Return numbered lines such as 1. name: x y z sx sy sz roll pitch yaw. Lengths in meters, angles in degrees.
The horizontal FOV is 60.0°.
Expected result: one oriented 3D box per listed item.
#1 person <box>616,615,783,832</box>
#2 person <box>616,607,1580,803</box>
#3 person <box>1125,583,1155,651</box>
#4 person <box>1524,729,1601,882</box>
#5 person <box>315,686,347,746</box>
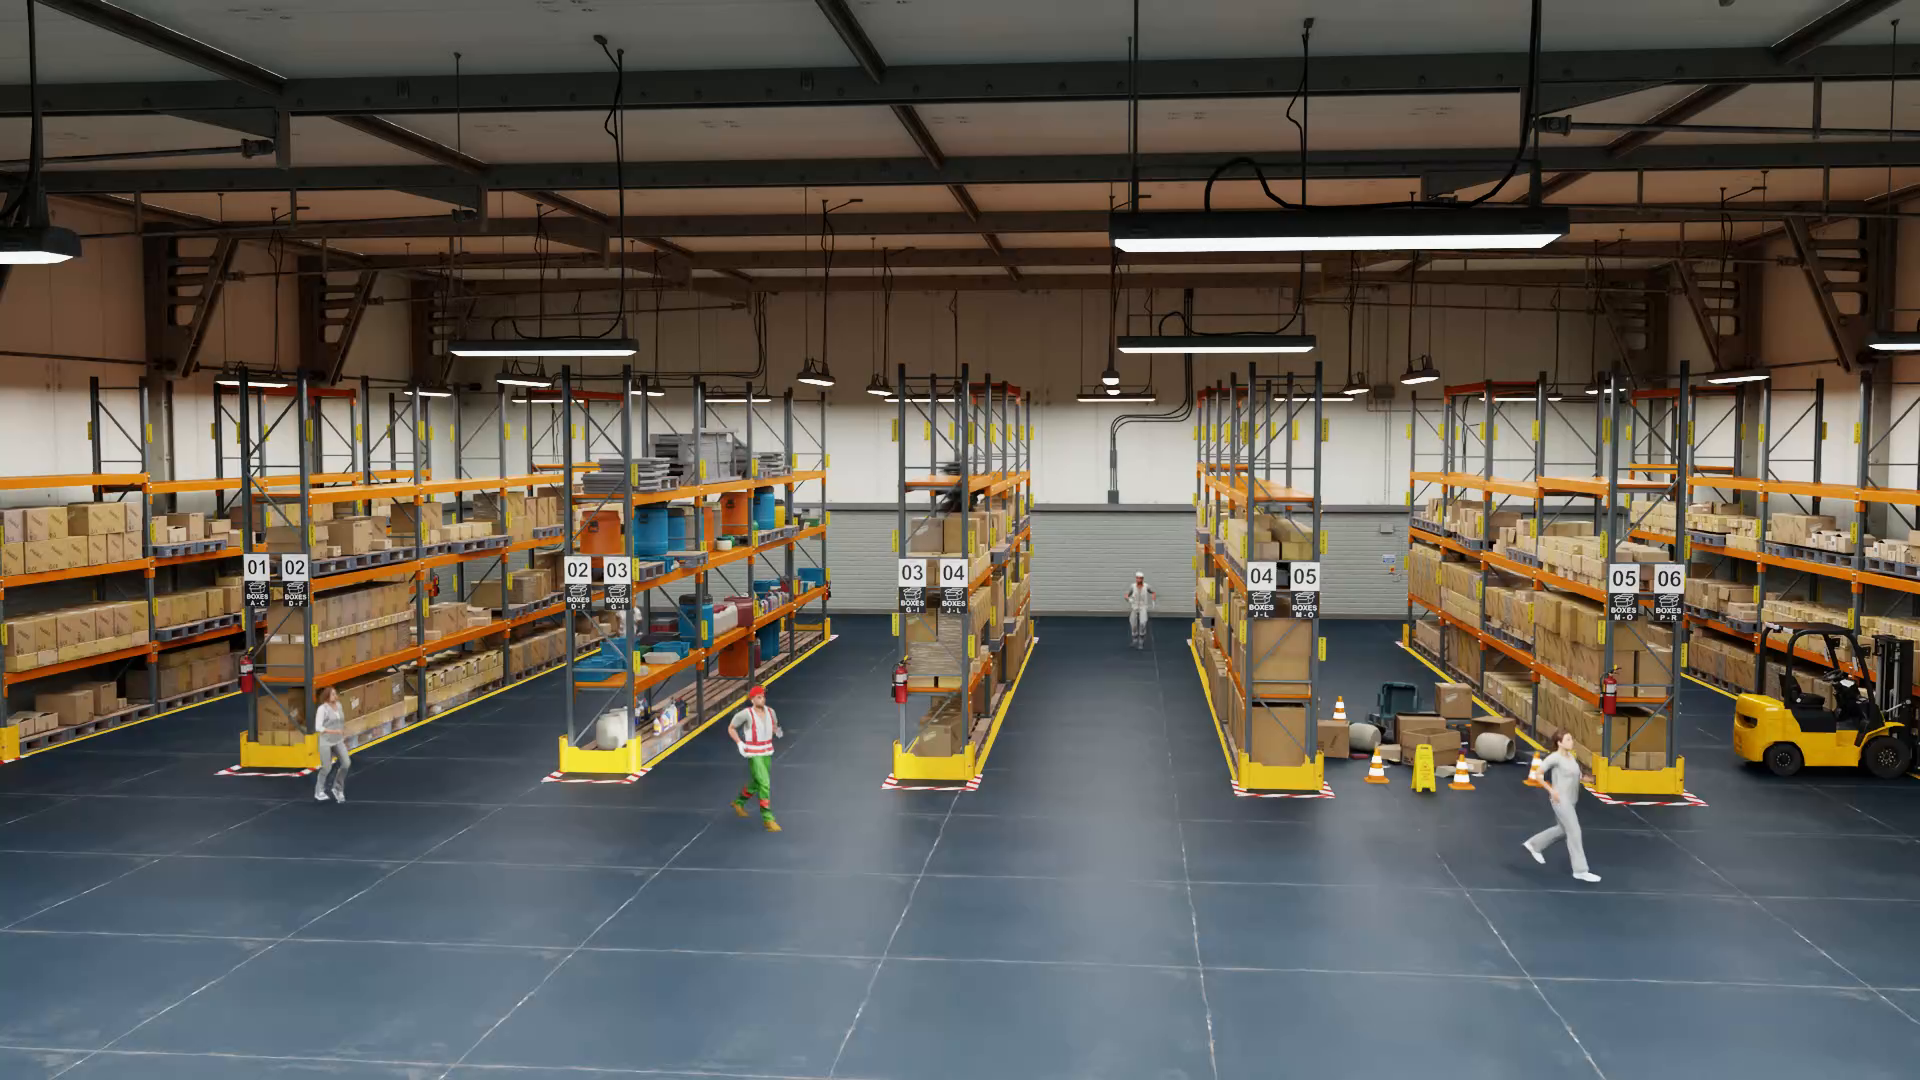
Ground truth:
1. person: -4.636 2.326 27.663 12.522 1.804 7.934 3 5 40
2. person: 0.010 2.464 26.520 12.209 1.760 17.702 0 4 -7
3. person: 4.168 1.758 38.595 0.677 1.567 0.788 1 4 16
4. person: 6.785 2.948 18.734 0.570 1.647 0.960 -3 5 -42
5. person: -8.412 2.373 22.383 0.569 0.765 0.566 2 4 32
